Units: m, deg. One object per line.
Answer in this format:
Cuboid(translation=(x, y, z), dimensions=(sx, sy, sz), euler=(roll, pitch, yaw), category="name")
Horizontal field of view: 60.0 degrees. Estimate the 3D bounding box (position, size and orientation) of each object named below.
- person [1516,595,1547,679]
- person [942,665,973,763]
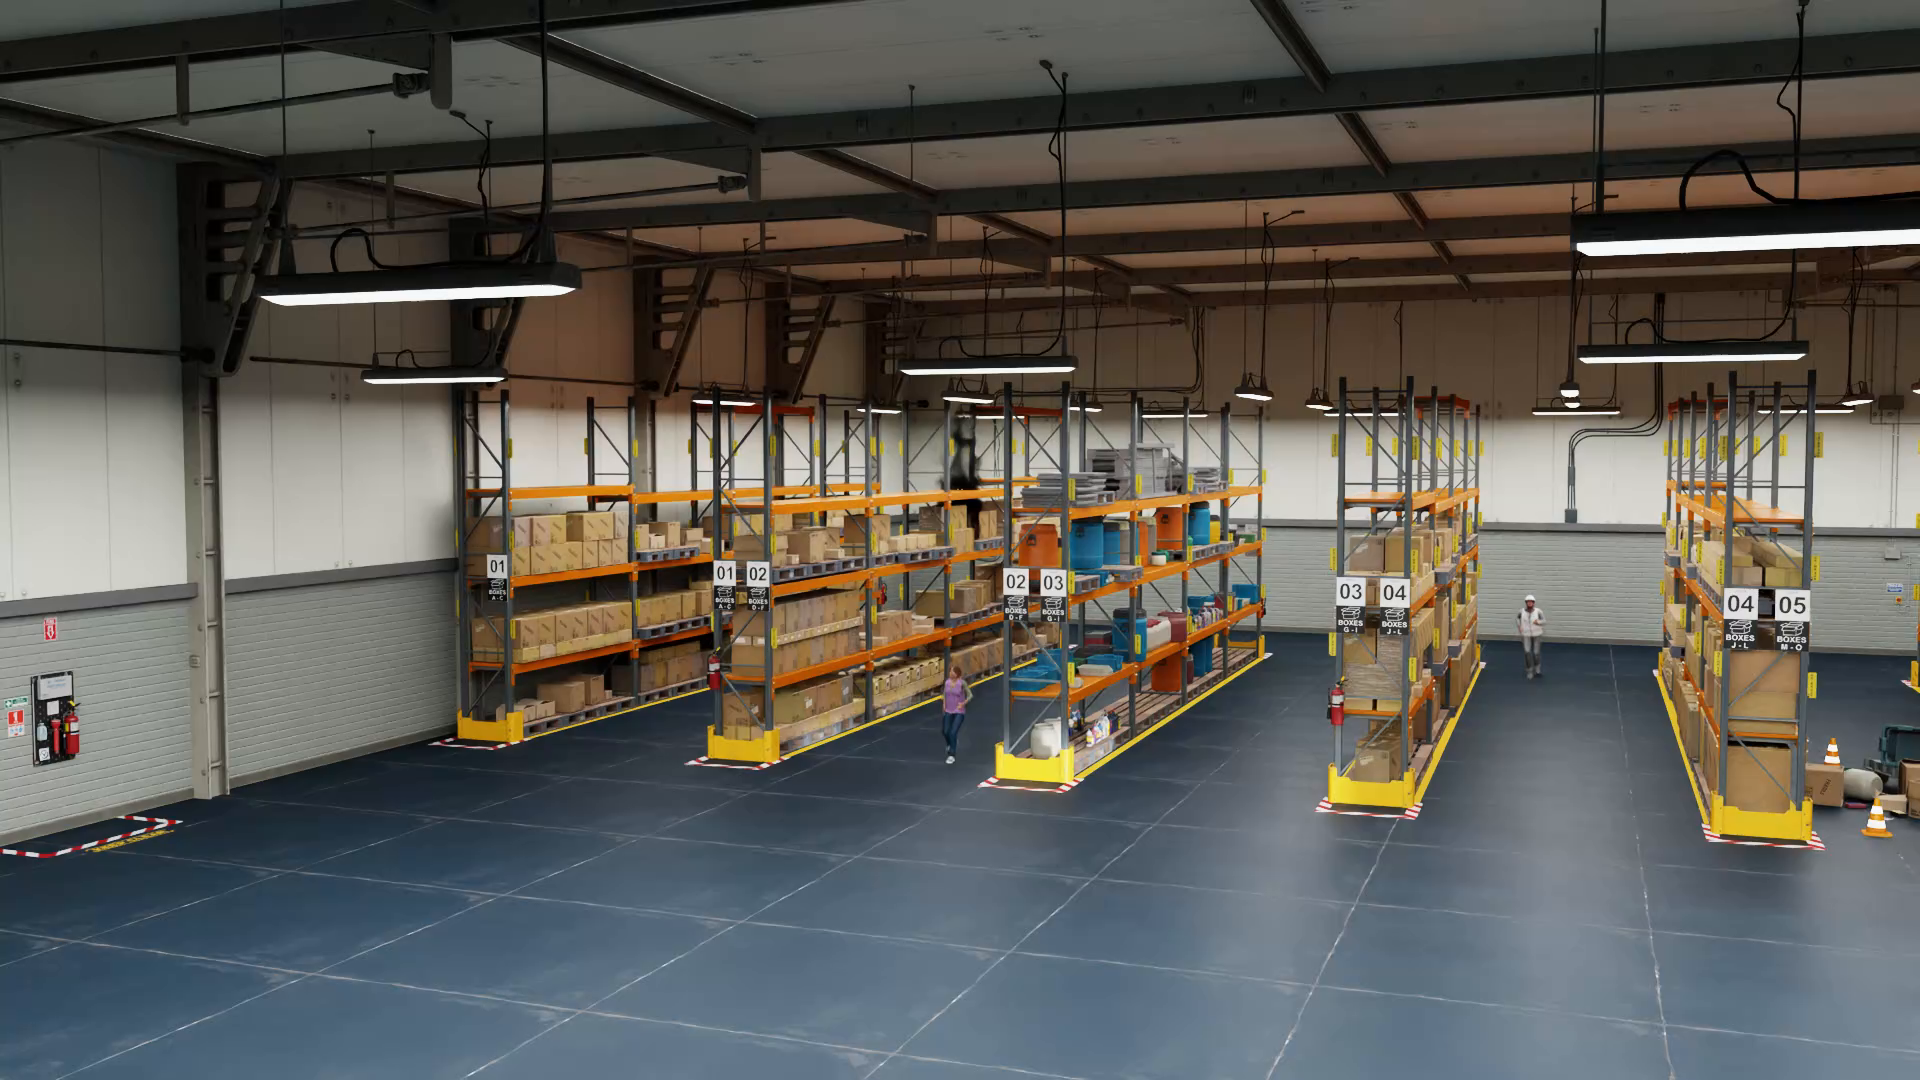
Cuboid(translation=(12.518, 2.114, 36.473), dimensions=(0.659, 1.826, 0.784), euler=(1, 3, 20), category="person")
Cuboid(translation=(-0.097, 2.773, 26.548), dimensions=(0.532, 1.538, 0.481), euler=(1, 3, 24), category="person")
